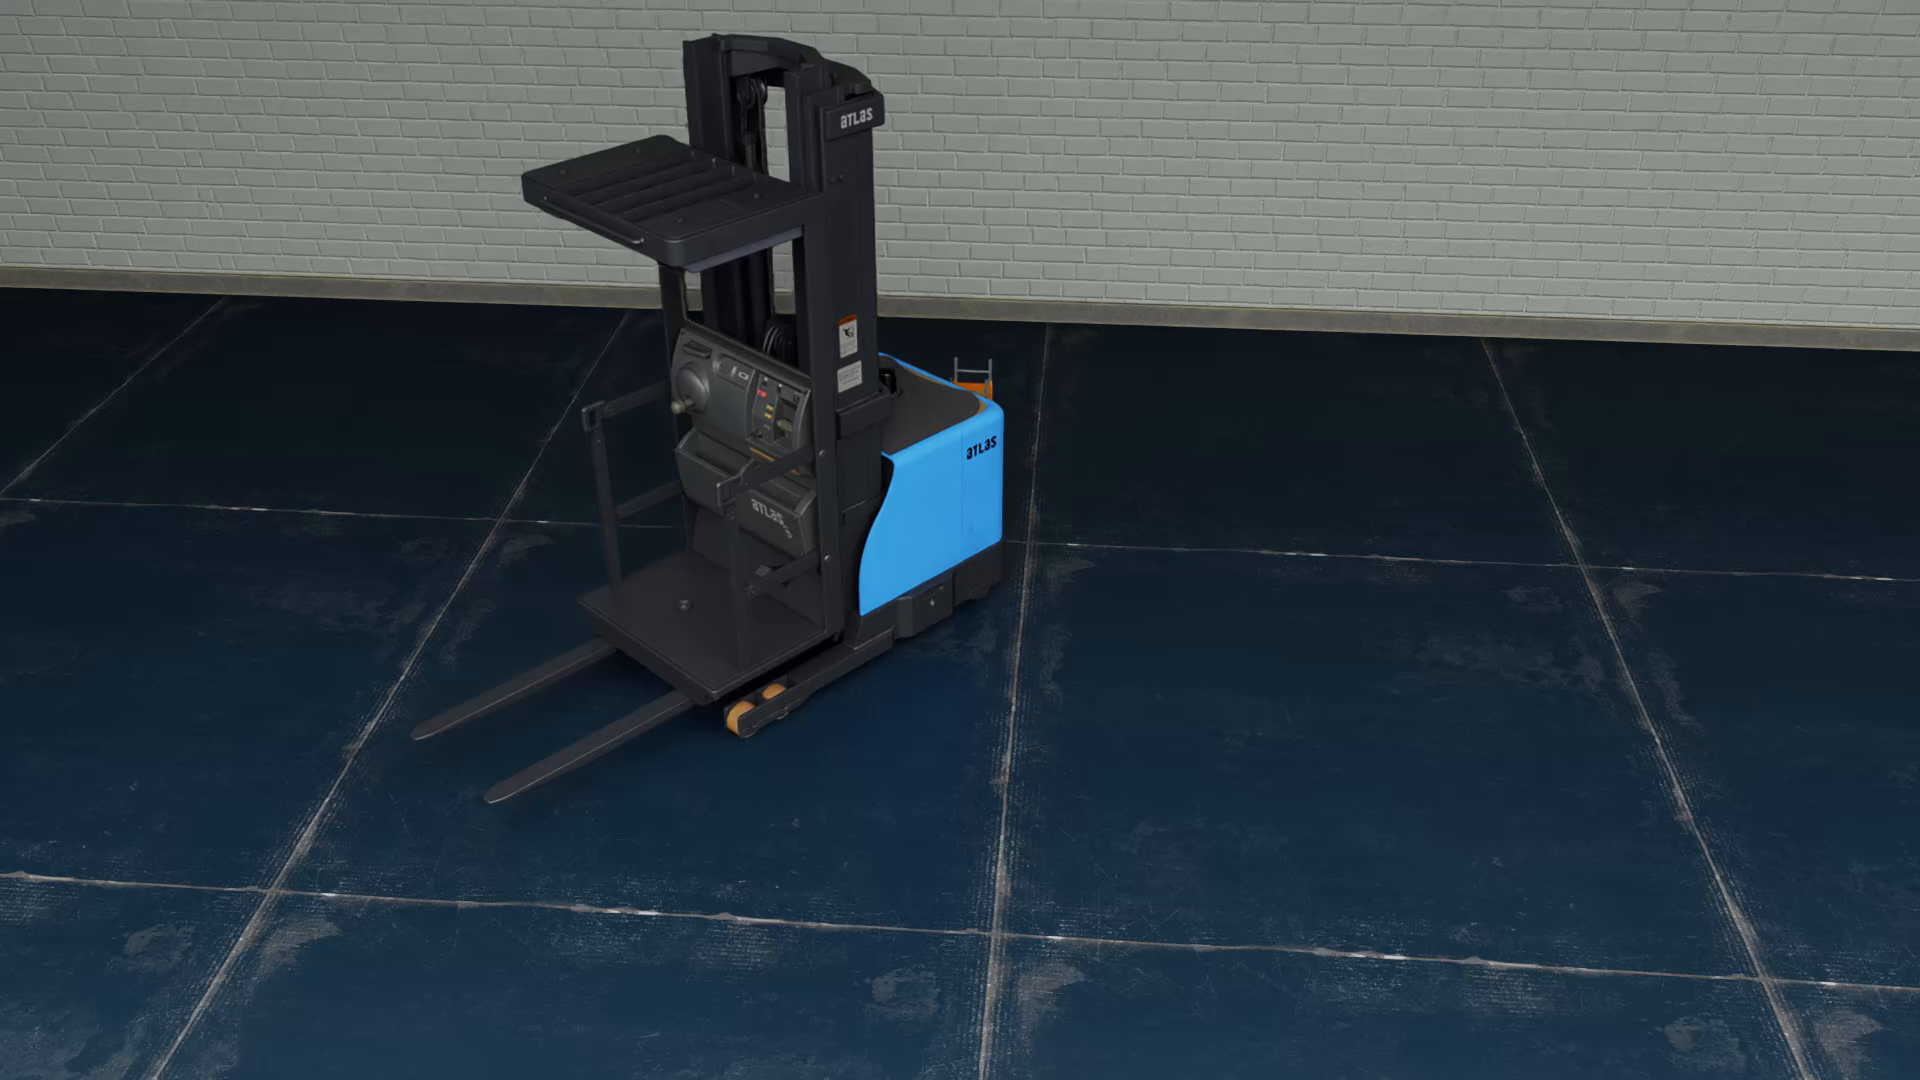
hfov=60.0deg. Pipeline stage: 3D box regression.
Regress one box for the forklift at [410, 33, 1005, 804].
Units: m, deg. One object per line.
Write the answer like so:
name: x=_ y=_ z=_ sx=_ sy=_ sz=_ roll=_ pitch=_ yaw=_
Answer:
forklift: x=-1.158 y=-0.633 z=7.483 sx=1.130 sy=2.935 sz=3.031 roll=27 pitch=41 yaw=37

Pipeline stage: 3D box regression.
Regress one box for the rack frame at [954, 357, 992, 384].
rack frame: x=0.069 y=-0.514 z=9.084 sx=0.200 sy=1.050 sz=0.008 roll=3 pitch=32 yaw=5

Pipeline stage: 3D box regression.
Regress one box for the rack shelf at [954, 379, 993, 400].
rack shelf: x=0.058 y=-0.683 z=8.837 sx=0.215 sy=0.259 sz=0.240 roll=3 pitch=32 yaw=5

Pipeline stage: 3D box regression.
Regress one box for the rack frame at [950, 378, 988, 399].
rack frame: x=0.047 y=-0.387 z=8.877 sx=0.200 sy=1.050 sz=0.008 roll=3 pitch=32 yaw=5

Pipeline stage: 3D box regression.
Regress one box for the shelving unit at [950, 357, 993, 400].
shelving unit: x=0.058 y=-0.451 z=8.981 sx=0.215 sy=1.050 sz=0.252 roll=3 pitch=32 yaw=5
